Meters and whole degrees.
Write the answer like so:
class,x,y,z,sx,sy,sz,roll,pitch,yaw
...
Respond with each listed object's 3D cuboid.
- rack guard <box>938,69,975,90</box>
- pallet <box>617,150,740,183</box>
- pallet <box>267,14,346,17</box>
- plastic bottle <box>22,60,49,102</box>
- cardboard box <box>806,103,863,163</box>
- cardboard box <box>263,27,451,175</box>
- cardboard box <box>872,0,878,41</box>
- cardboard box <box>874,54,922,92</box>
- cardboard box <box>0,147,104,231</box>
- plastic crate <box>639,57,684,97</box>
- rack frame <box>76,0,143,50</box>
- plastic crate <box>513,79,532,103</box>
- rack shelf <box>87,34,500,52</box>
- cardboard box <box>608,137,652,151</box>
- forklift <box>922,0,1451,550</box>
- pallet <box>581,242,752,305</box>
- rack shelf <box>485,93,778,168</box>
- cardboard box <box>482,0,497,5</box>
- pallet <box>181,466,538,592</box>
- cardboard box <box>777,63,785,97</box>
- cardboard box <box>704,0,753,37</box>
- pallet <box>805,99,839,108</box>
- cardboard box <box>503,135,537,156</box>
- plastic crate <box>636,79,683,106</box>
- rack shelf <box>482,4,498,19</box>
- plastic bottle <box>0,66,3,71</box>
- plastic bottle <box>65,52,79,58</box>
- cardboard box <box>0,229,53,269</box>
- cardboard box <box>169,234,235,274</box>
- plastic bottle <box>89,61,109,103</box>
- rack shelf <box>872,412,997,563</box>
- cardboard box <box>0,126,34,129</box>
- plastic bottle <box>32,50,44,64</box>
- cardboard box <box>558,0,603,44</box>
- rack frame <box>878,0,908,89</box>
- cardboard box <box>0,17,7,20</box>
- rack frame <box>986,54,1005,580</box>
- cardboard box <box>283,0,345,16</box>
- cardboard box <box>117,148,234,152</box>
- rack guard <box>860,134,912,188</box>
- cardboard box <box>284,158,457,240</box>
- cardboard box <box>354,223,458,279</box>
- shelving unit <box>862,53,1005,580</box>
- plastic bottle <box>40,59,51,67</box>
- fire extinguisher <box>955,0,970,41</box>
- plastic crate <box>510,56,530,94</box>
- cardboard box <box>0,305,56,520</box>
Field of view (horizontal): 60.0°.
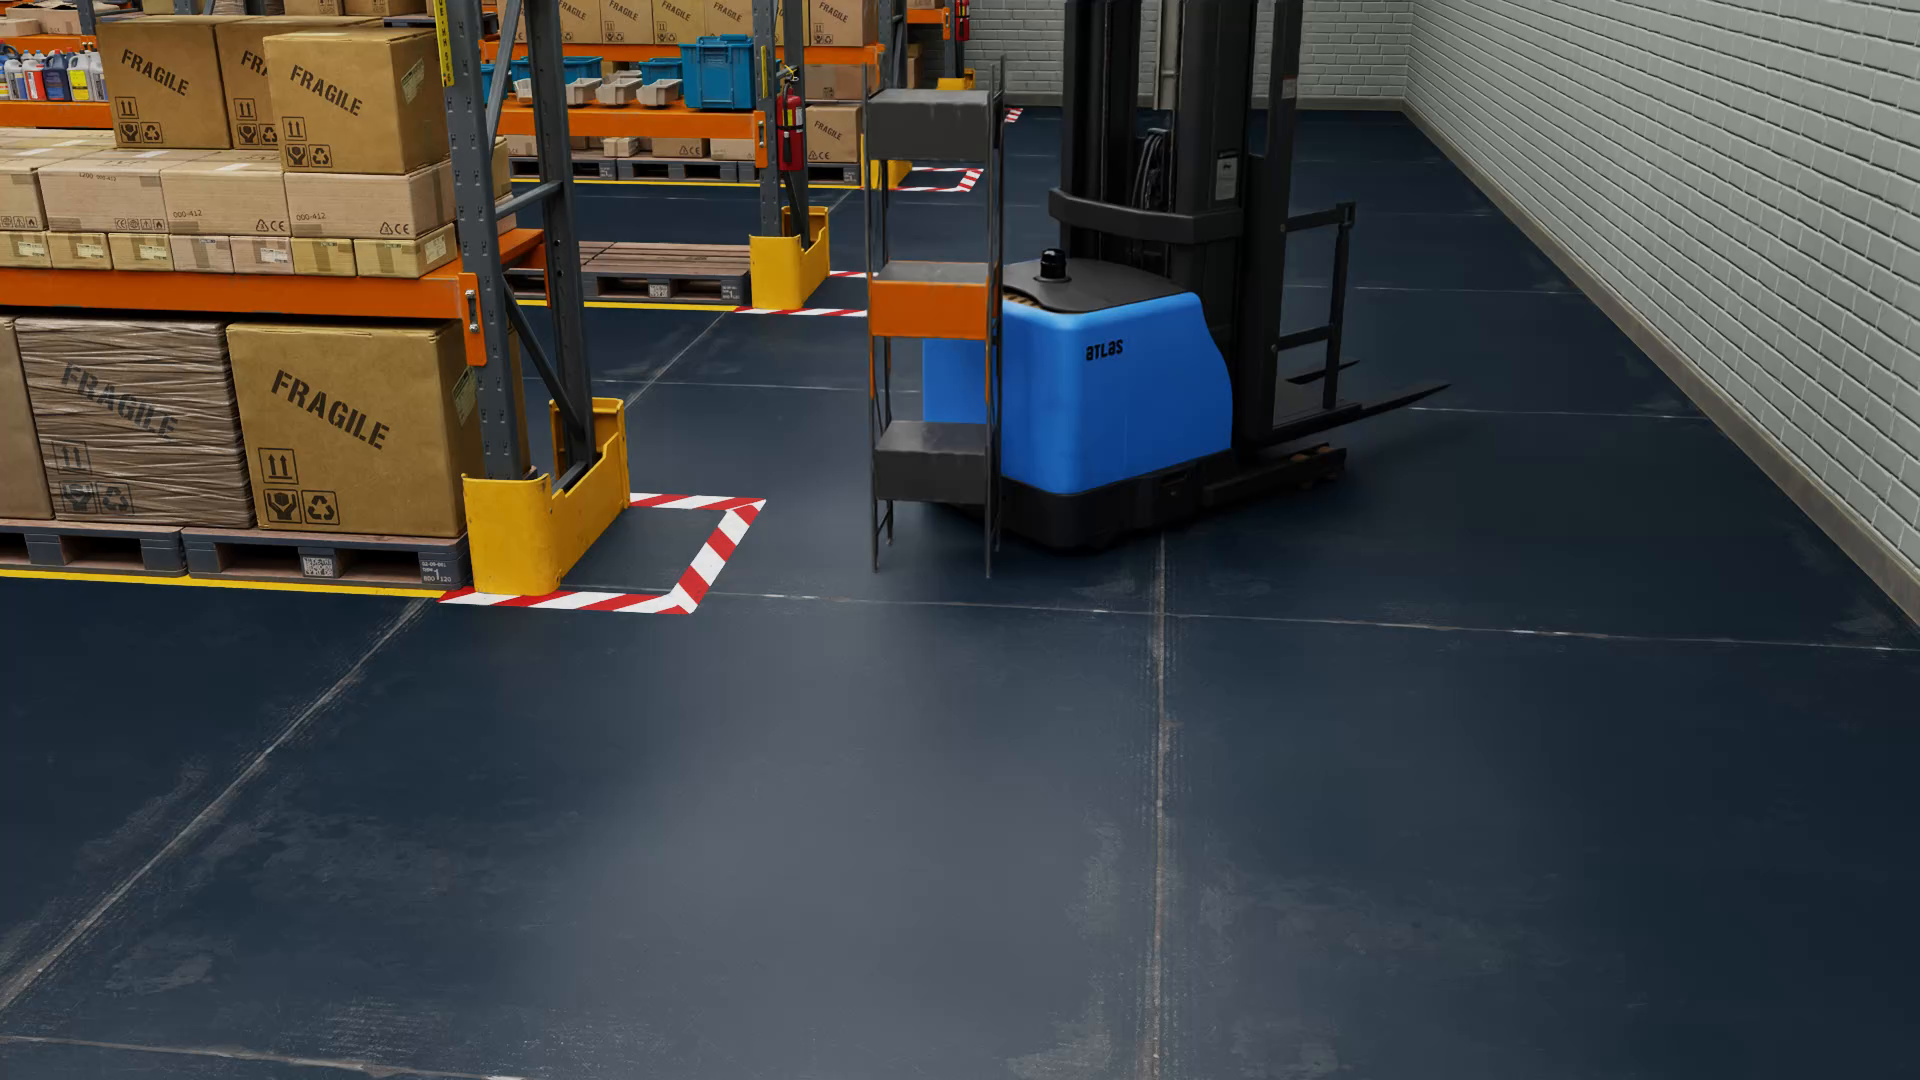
class,x,y,z,sx,sy,sz,roll,pitch,yaw
rack guard,-0.042,-5.644,21.035,0.348,0.500,1.175,2,22,6
pallet,-2.720,-3.793,16.747,1.213,0.211,1.003,2,22,6
pallet,-6.657,-5.173,16.706,1.213,0.211,1.003,2,22,6
plastic bottle,-6.497,-3.242,11.730,0.135,0.276,0.152,2,22,6
cardboard box,-1.214,-3.974,16.214,0.500,0.500,0.500,2,22,6
cardboard box,-2.329,-1.724,6.501,0.500,0.500,0.500,3,22,7
cardboard box,-1.054,-5.160,16.277,0.500,0.500,0.500,3,22,7
cardboard box,-0.772,-5.834,20.945,0.500,0.500,0.700,2,22,6
cardboard box,-3.854,-1.440,6.801,0.500,0.250,0.500,3,22,6
plastic crate,-2.092,-3.300,11.852,0.300,0.233,0.416,2,22,6
rack frame,-8.589,-5.345,16.879,0.127,3.000,1.000,2,22,6
plastic crate,-2.924,-3.092,11.457,0.250,0.136,0.298,2,22,6
rack shelf,-6.603,-4.924,16.792,4.000,0.370,1.077,2,22,6
cardboard box,-3.273,-4.172,16.972,0.500,0.311,0.500,2,22,6
forklift,1.274,-1.747,7.872,3.031,2.935,1.130,-17,27,-36
pallet,-2.046,-1.943,12.068,1.213,0.211,1.003,2,22,6
rack shelf,-3.217,-2.942,11.780,4.000,0.370,1.077,2,22,6
cardboard box,-5.926,-6.871,21.054,0.250,0.149,0.380,3,22,8
pallet,-2.617,-0.091,7.383,1.213,0.211,1.003,2,22,6
cardboard box,-2.299,-5.897,21.106,0.500,0.500,0.700,3,22,8
cardboard box,-2.132,-5.010,15.896,0.500,0.500,0.500,3,22,7
pallet,-2.077,-5.570,21.242,1.213,0.211,1.003,2,22,6
cardboard box,-4.226,-4.029,16.609,0.500,0.311,0.500,2,22,6
plastic crate,-2.062,-3.065,11.389,0.243,0.136,0.396,2,22,6
rack shelf,-6.024,-6.732,21.367,4.000,0.370,1.077,2,22,6
plastic bottle,-6.861,-3.258,11.770,0.135,0.276,0.152,2,22,6
plastic bottle,-6.556,-3.449,12.253,0.135,0.276,0.152,2,22,6
cardboard box,-3.725,-1.226,6.804,0.250,0.149,0.380,3,22,7
cardboard box,-2.963,-1.193,6.720,0.250,0.149,0.380,3,22,7
plastic bottle,-5.996,-3.220,11.675,0.135,0.276,0.152,2,22,6
rack shelf,-0.097,-0.230,7.107,0.480,0.518,0.431,3,22,7
cardboard box,-9.653,-4.216,17.193,0.500,0.250,0.500,2,22,6
plastic bottle,-6.880,-3.528,12.458,0.097,0.271,0.097,0,22,0
cardboard box,-3.634,-5.076,16.062,0.500,0.500,0.500,3,22,7
rack frame,-0.645,-4.999,16.003,0.127,3.000,1.000,2,22,6
cardboard box,-9.862,-5.262,17.013,0.250,0.149,0.380,4,22,10
rack frame,0.145,-0.881,6.813,0.015,2.100,0.400,3,22,7
cardboard box,-6.379,-5.467,16.482,0.500,0.500,0.700,-3,22,-7
cardboard box,-3.275,-1.613,7.239,0.500,0.250,0.500,2,22,4
rack guard,-0.720,-3.839,16.471,0.348,0.500,1.175,2,22,6
cardboard box,-2.327,-1.375,6.636,0.500,0.250,0.500,2,22,5
cardboard box,-2.207,-1.160,6.636,0.250,0.149,0.380,3,22,7
shelving unit,-0.097,-0.894,6.845,0.503,2.100,0.431,3,22,7
plastic bottle,-6.500,-3.286,11.848,0.097,0.271,0.097,0,22,0
fire extinguisher,0.030,-6.423,20.219,0.183,0.674,0.296,2,22,6
plastic crate,-3.043,-3.341,11.957,0.300,0.233,0.416,2,22,6
cardboard box,-4.247,-0.665,7.362,0.875,0.875,0.875,2,22,6
